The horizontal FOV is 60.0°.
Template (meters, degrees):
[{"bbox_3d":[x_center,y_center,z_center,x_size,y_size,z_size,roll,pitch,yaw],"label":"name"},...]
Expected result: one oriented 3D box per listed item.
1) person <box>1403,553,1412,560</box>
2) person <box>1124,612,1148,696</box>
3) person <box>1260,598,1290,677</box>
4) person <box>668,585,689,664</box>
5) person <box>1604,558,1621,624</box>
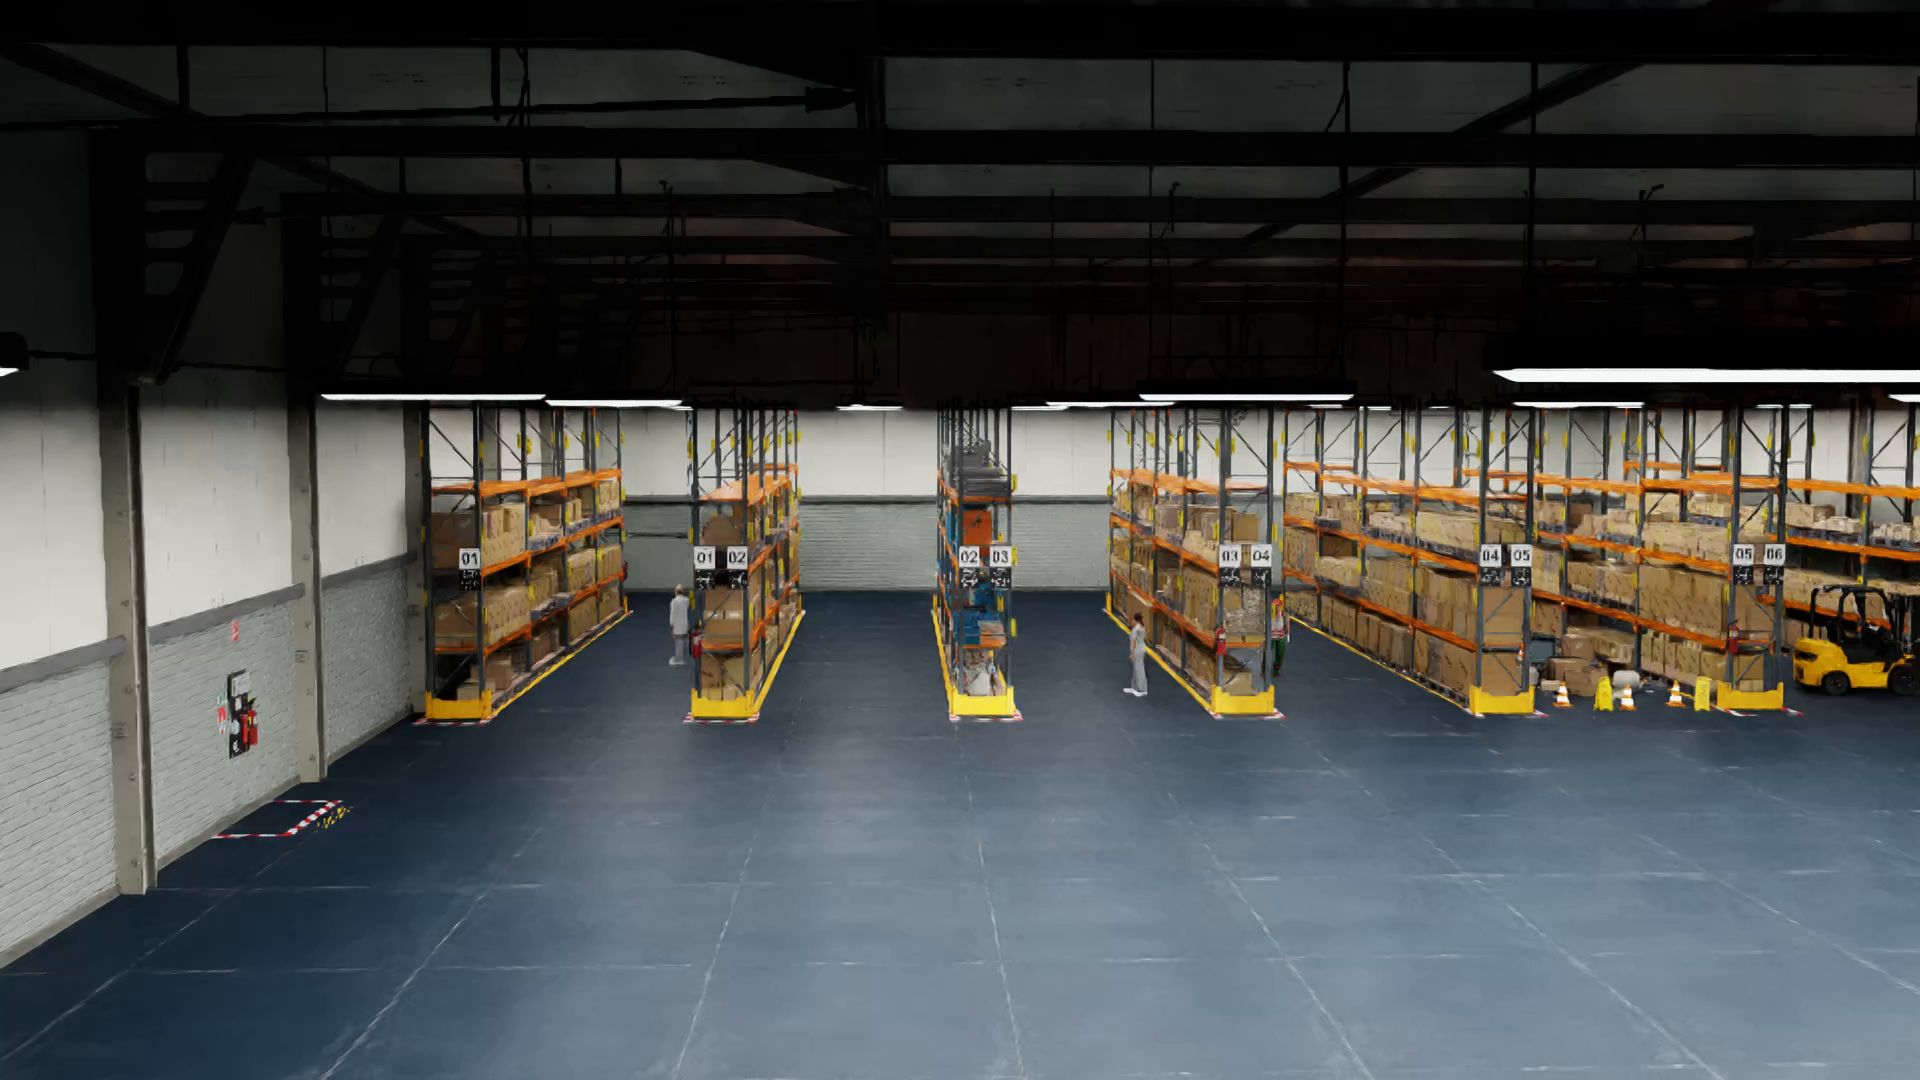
[{"bbox_3d":[13.885,0.909,51.378,0.569,1.709,0.564,3,5,35],"label":"person"},{"bbox_3d":[3.562,2.284,33.583,0.575,1.658,0.577,2,5,23],"label":"person"},{"bbox_3d":[6.756,2.100,35.765,0.663,1.742,0.552,0,4,-4],"label":"person"},{"bbox_3d":[-6.416,1.906,37.710,0.555,1.781,0.631,2,5,29],"label":"person"},{"bbox_3d":[17.551,1.357,44.932,0.587,1.768,0.647,1,5,17],"label":"person"}]
